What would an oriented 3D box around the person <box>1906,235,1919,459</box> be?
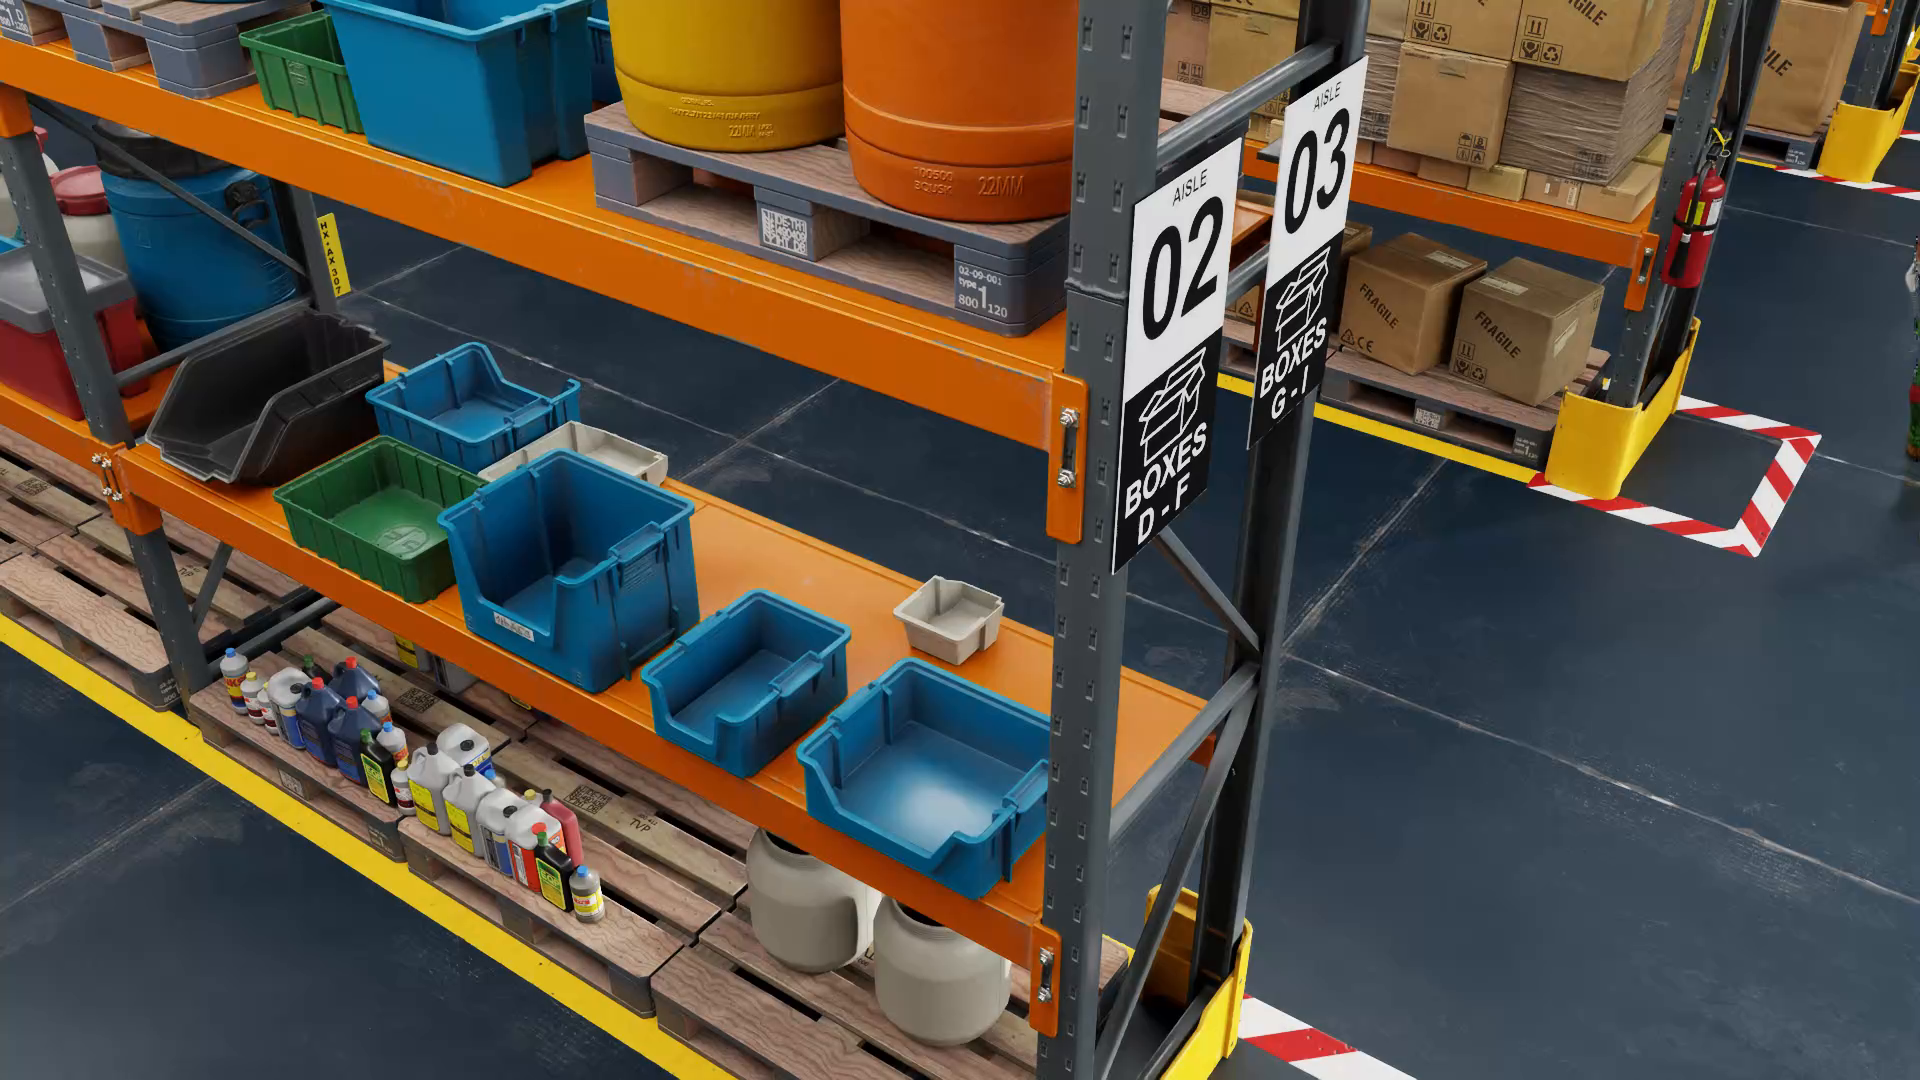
[{"bbox_3d":[4.920,-1.309,8.034,0.641,1.775,0.749,12,36,17],"label":"person"}]
